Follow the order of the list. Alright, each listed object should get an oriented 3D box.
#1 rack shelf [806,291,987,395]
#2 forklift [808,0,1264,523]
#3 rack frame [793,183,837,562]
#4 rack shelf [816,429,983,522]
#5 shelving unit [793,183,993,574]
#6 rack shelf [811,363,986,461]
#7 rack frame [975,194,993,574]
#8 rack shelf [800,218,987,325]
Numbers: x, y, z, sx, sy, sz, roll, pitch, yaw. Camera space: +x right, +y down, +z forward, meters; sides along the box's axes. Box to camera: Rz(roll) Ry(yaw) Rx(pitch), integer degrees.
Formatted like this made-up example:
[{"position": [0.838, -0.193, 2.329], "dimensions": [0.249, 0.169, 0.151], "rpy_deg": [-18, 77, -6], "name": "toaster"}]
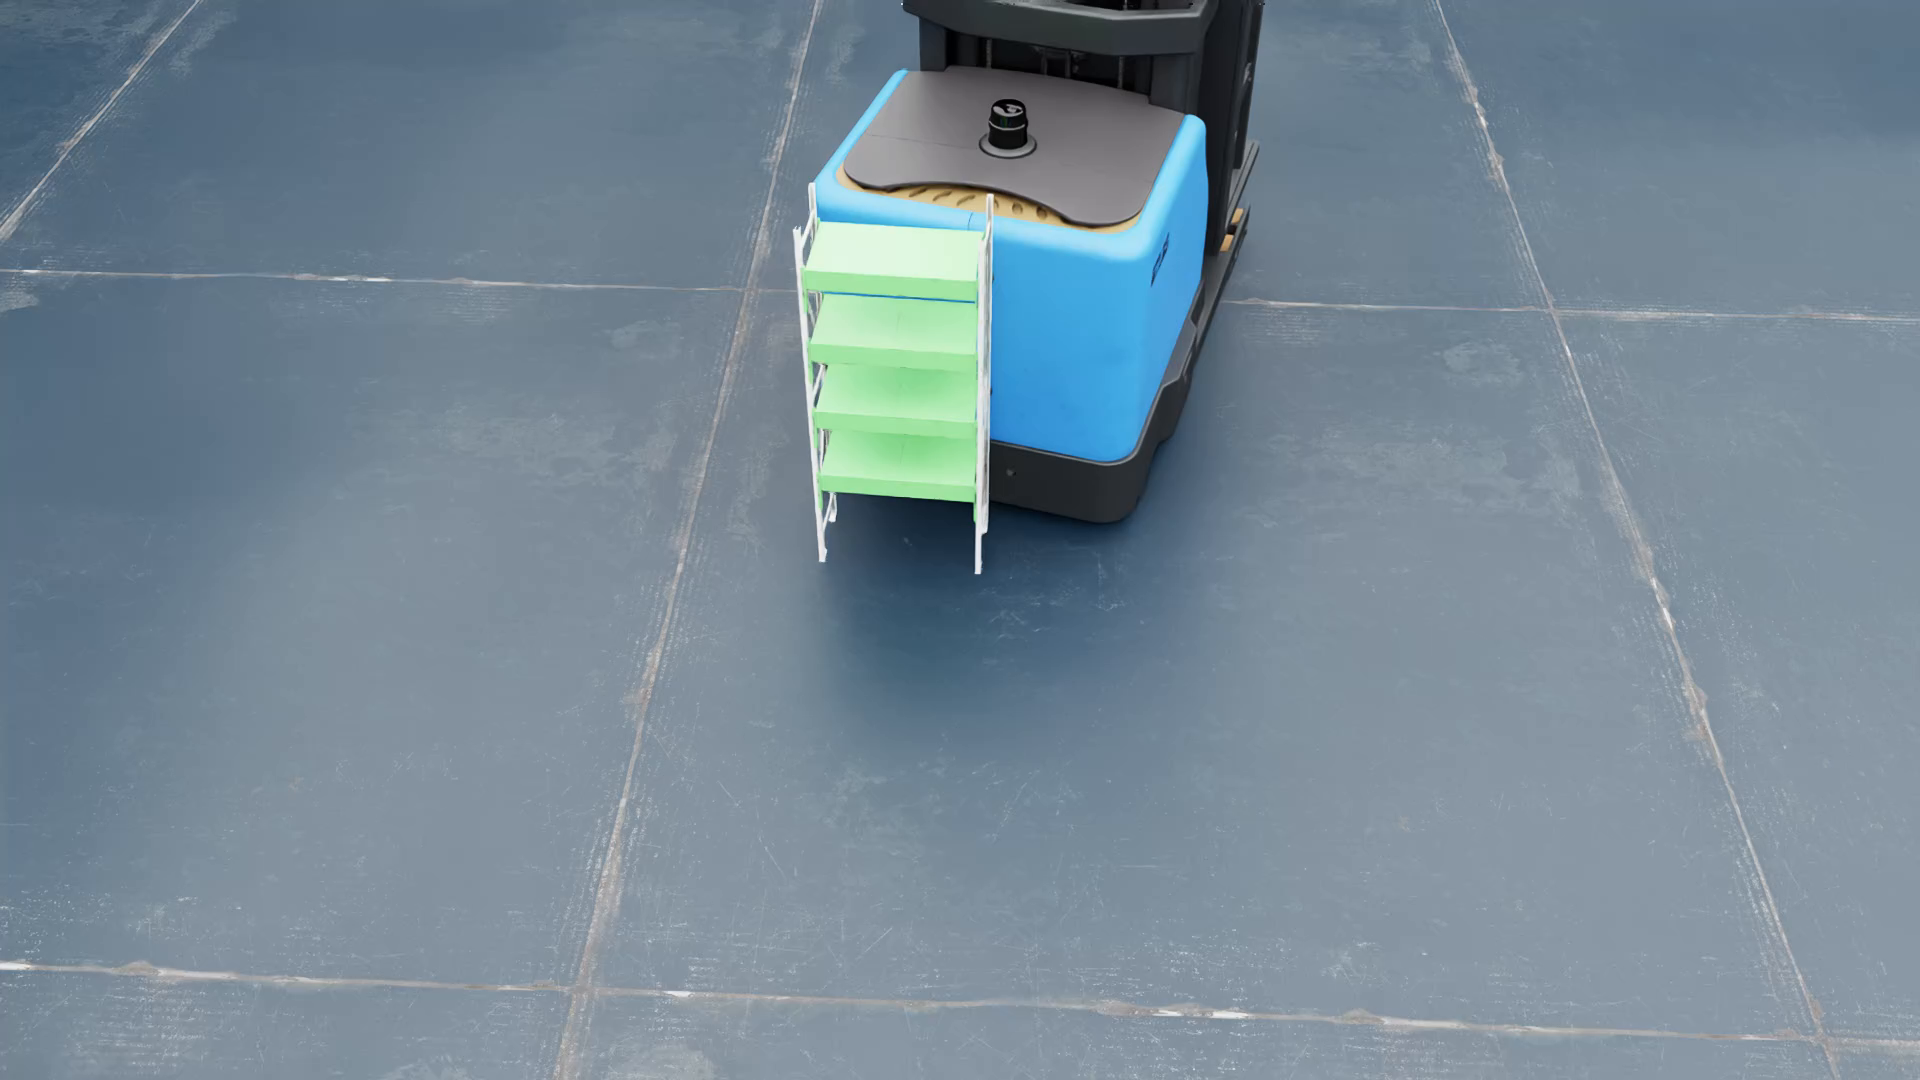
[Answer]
[{"position": [-0.174, -0.562, 4.715], "dimensions": [0.480, 0.148, 0.258], "rpy_deg": [4, 43, 5], "name": "rack shelf"}, {"position": [0.486, -2.145, 5.402], "dimensions": [1.130, 2.935, 3.031], "rpy_deg": [13, 44, 13], "name": "forklift"}, {"position": [-0.416, -0.452, 4.855], "dimensions": [0.015, 1.200, 0.240], "rpy_deg": [4, 43, 5], "name": "rack frame"}, {"position": [-0.174, -0.211, 5.042], "dimensions": [0.480, 0.148, 0.258], "rpy_deg": [4, 43, 5], "name": "rack shelf"}, {"position": [-0.174, -0.433, 4.835], "dimensions": [0.503, 1.200, 0.258], "rpy_deg": [4, 43, 5], "name": "shelving unit"}, {"position": [-0.174, -0.386, 4.878], "dimensions": [0.480, 0.148, 0.258], "rpy_deg": [4, 43, 5], "name": "rack shelf"}, {"position": [0.069, -0.414, 4.814], "dimensions": [0.015, 1.200, 0.240], "rpy_deg": [4, 43, 5], "name": "rack frame"}, {"position": [-0.174, -0.738, 4.551], "dimensions": [0.480, 0.148, 0.258], "rpy_deg": [4, 43, 5], "name": "rack shelf"}]
